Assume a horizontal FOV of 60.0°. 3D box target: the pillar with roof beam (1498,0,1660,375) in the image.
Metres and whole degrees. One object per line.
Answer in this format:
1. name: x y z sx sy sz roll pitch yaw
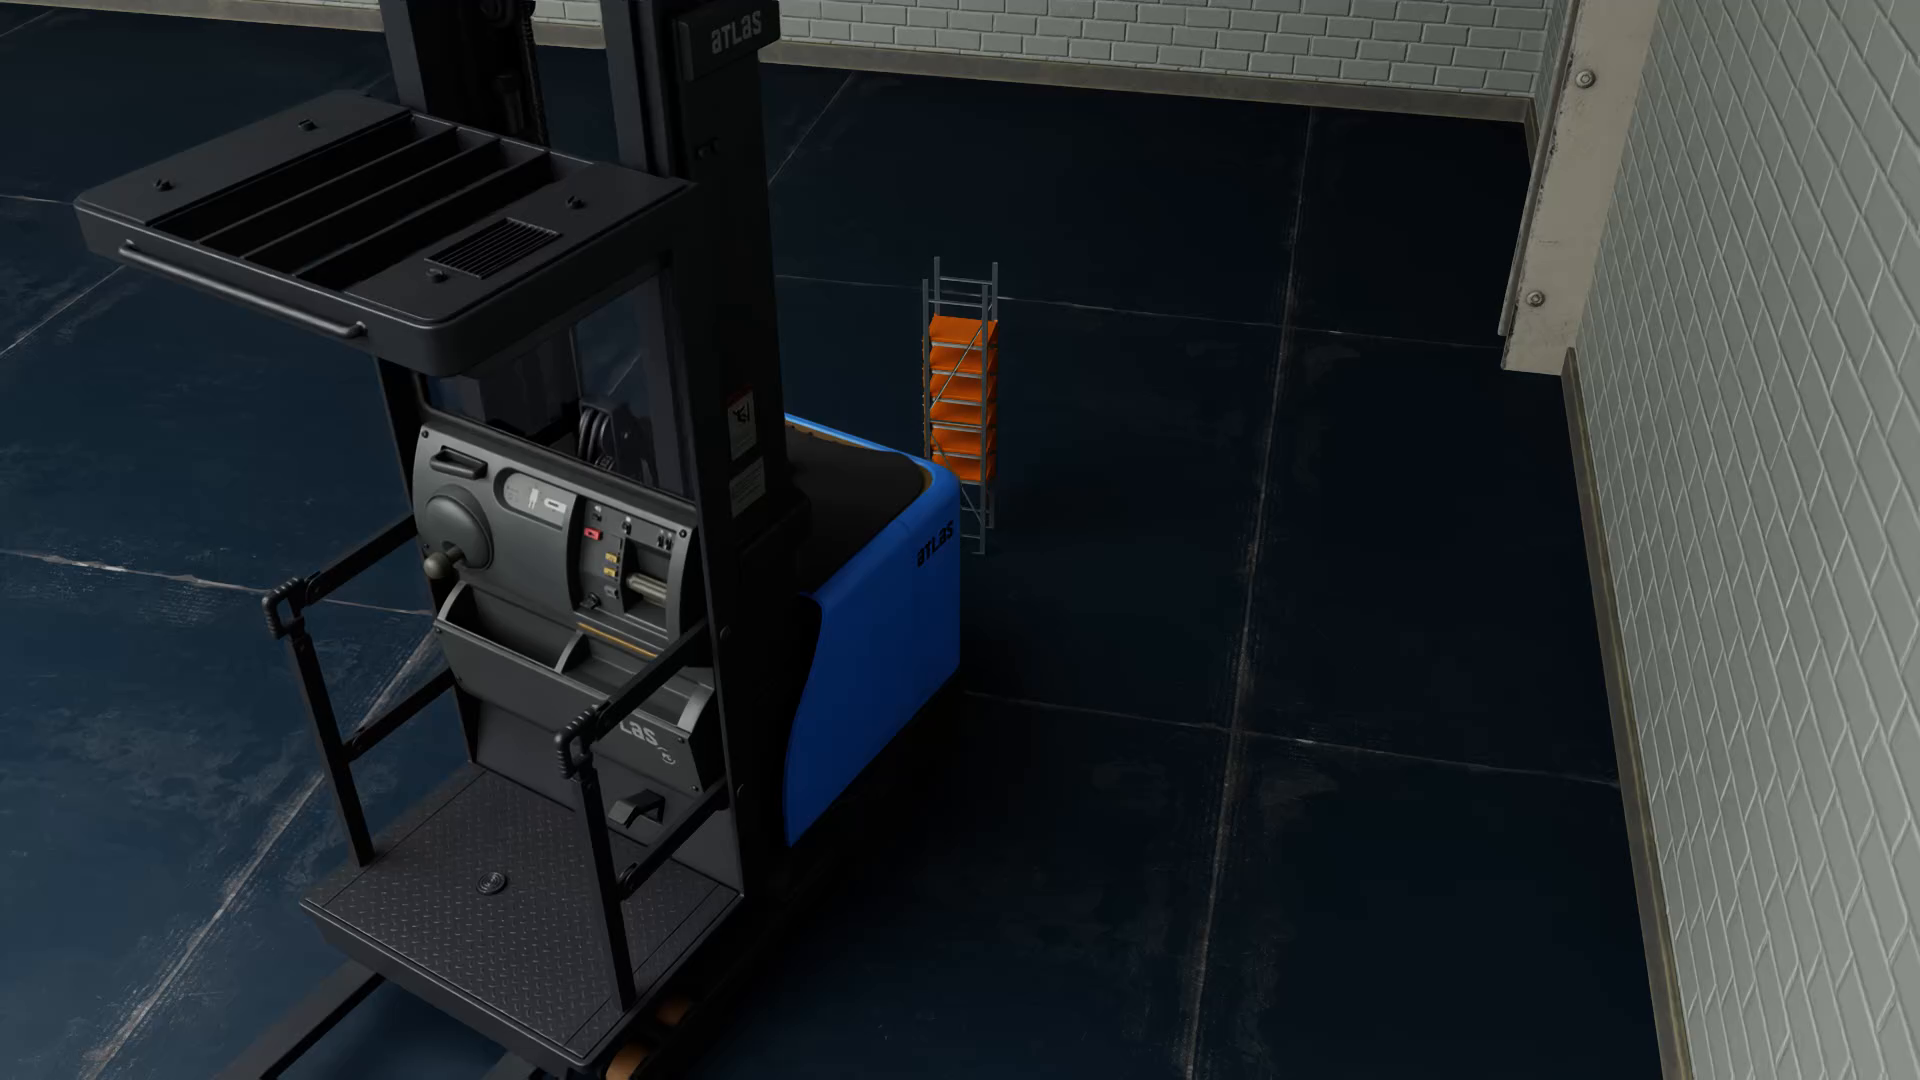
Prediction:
1. pillar with roof beam: -1.452 -5.086 6.099 9.100 9.000 0.400 7 37 10

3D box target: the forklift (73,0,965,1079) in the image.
1. forklift: -1.179 0.055 4.176 1.130 2.935 3.031 20 40 25

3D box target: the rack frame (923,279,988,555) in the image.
1. rack frame: -0.016 -0.442 6.337 0.240 1.200 0.006 7 37 10

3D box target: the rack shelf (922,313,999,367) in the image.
1. rack shelf: 0.003 -0.750 6.224 0.258 0.103 0.180 7 37 10

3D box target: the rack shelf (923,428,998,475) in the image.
1. rack shelf: 0.003 -0.361 6.506 0.258 0.103 0.180 7 37 10

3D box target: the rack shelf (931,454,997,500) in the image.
1. rack shelf: 0.003 -0.264 6.576 0.258 0.103 0.180 7 37 10

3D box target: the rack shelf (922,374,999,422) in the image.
1. rack shelf: 0.003 -0.555 6.365 0.258 0.103 0.180 7 37 10

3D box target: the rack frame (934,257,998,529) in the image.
1. rack frame: 0.023 -0.547 6.482 0.240 1.200 0.006 7 37 10

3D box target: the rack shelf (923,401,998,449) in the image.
1. rack shelf: 0.003 -0.458 6.435 0.258 0.103 0.180 7 37 10

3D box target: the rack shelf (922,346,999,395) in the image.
1. rack shelf: 0.003 -0.652 6.295 0.258 0.103 0.180 7 37 10

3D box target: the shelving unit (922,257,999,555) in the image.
1. shelving unit: 0.003 -0.494 6.409 0.258 1.200 0.189 7 37 10
